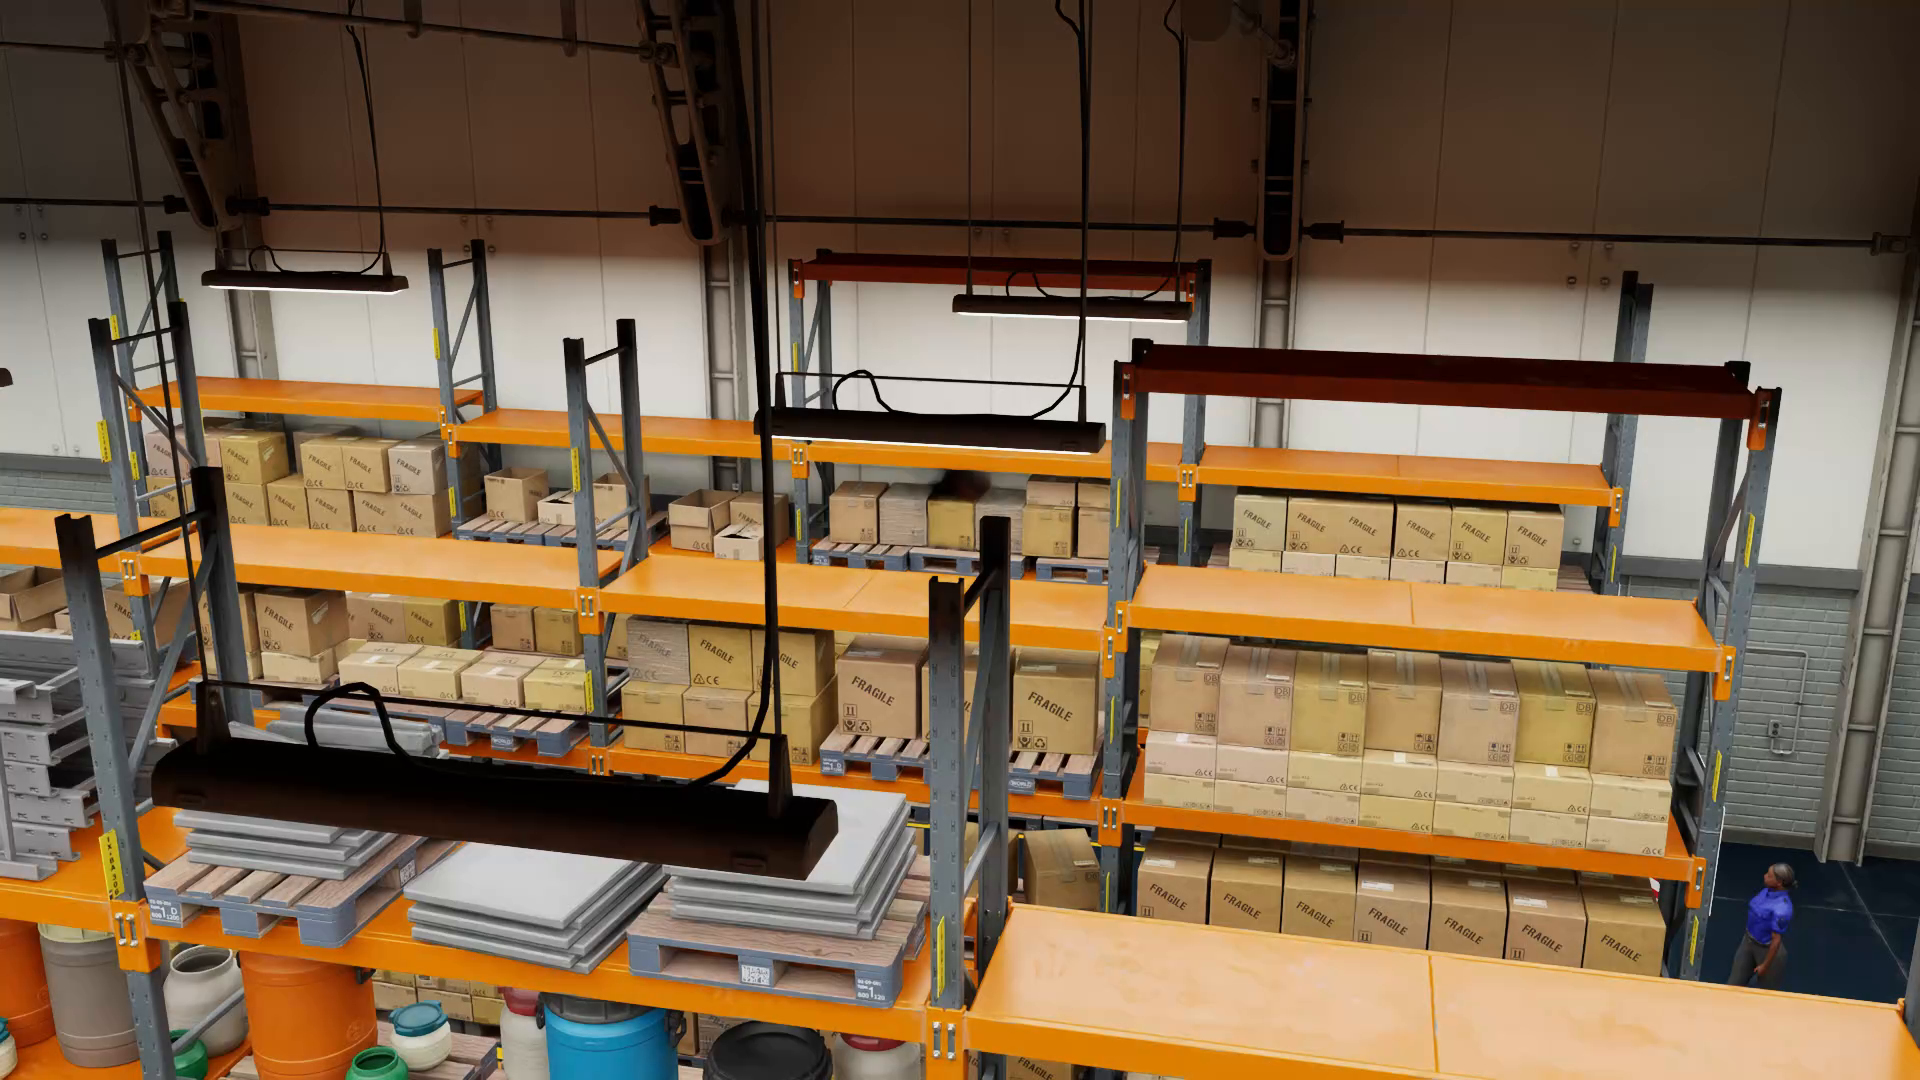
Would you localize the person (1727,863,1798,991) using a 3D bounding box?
[{"bbox_3d":[6.573,3.418,13.761,0.596,1.648,0.474,-4,17,-12],"label":"person"}]
